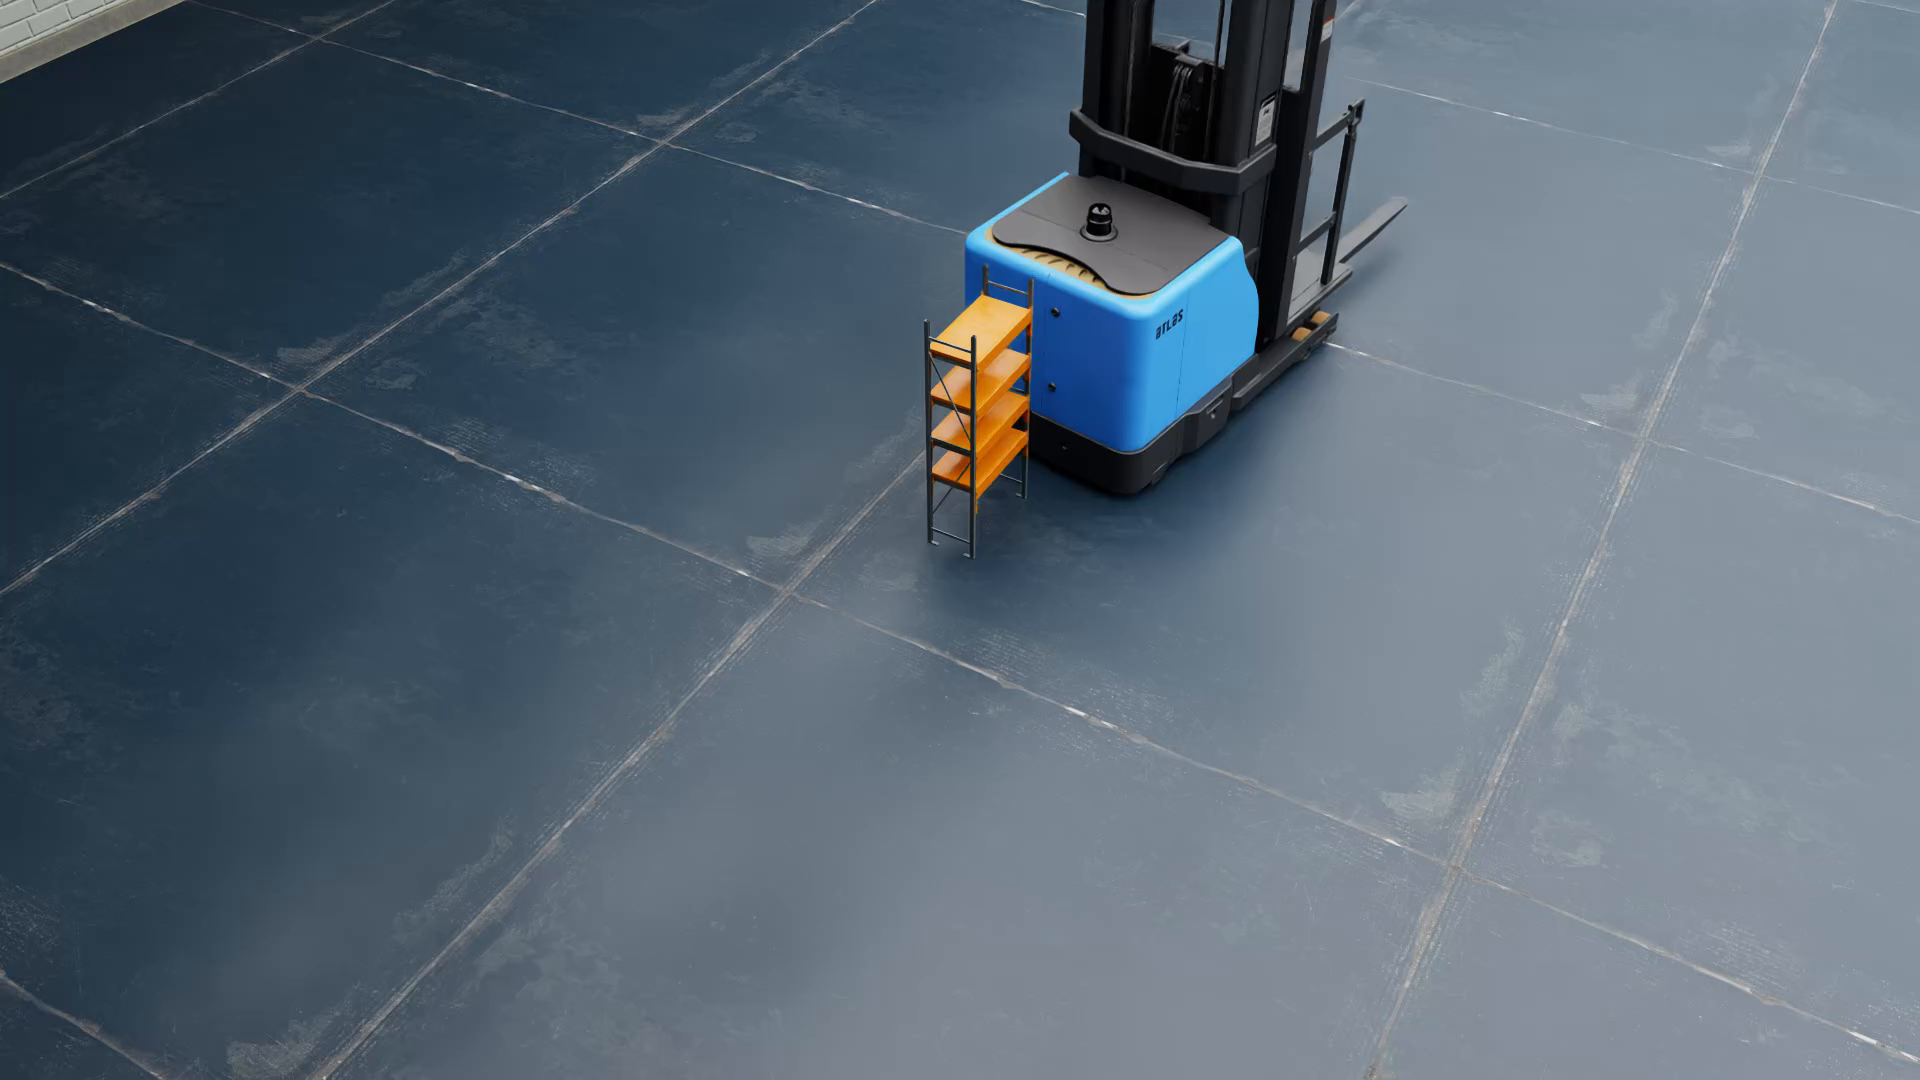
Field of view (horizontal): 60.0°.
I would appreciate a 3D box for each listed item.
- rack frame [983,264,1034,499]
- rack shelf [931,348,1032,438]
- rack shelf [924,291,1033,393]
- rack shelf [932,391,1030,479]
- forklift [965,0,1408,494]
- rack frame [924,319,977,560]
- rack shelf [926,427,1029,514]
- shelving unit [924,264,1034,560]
[{"bbox_3d":[0.205,-0.685,7.435,0.240,1.200,0.015,21,45,22],"label":"rack frame"},{"bbox_3d":[0.083,-0.662,7.173,0.258,0.148,0.480,21,45,22],"label":"rack shelf"},{"bbox_3d":[0.083,-0.840,7.017,0.258,0.148,0.480,21,45,22],"label":"rack shelf"},{"bbox_3d":[0.083,-0.495,7.321,0.258,0.148,0.480,21,45,22],"label":"rack shelf"},{"bbox_3d":[1.326,-2.223,7.872,1.130,2.935,3.031,28,49,28],"label":"forklift"},{"bbox_3d":[-0.039,-0.405,7.118,0.240,1.200,0.015,21,45,22],"label":"rack frame"},{"bbox_3d":[0.083,-0.346,7.452,0.258,0.148,0.480,21,45,22],"label":"rack shelf"},{"bbox_3d":[0.083,-0.545,7.277,0.258,1.200,0.503,21,45,22],"label":"shelving unit"}]
